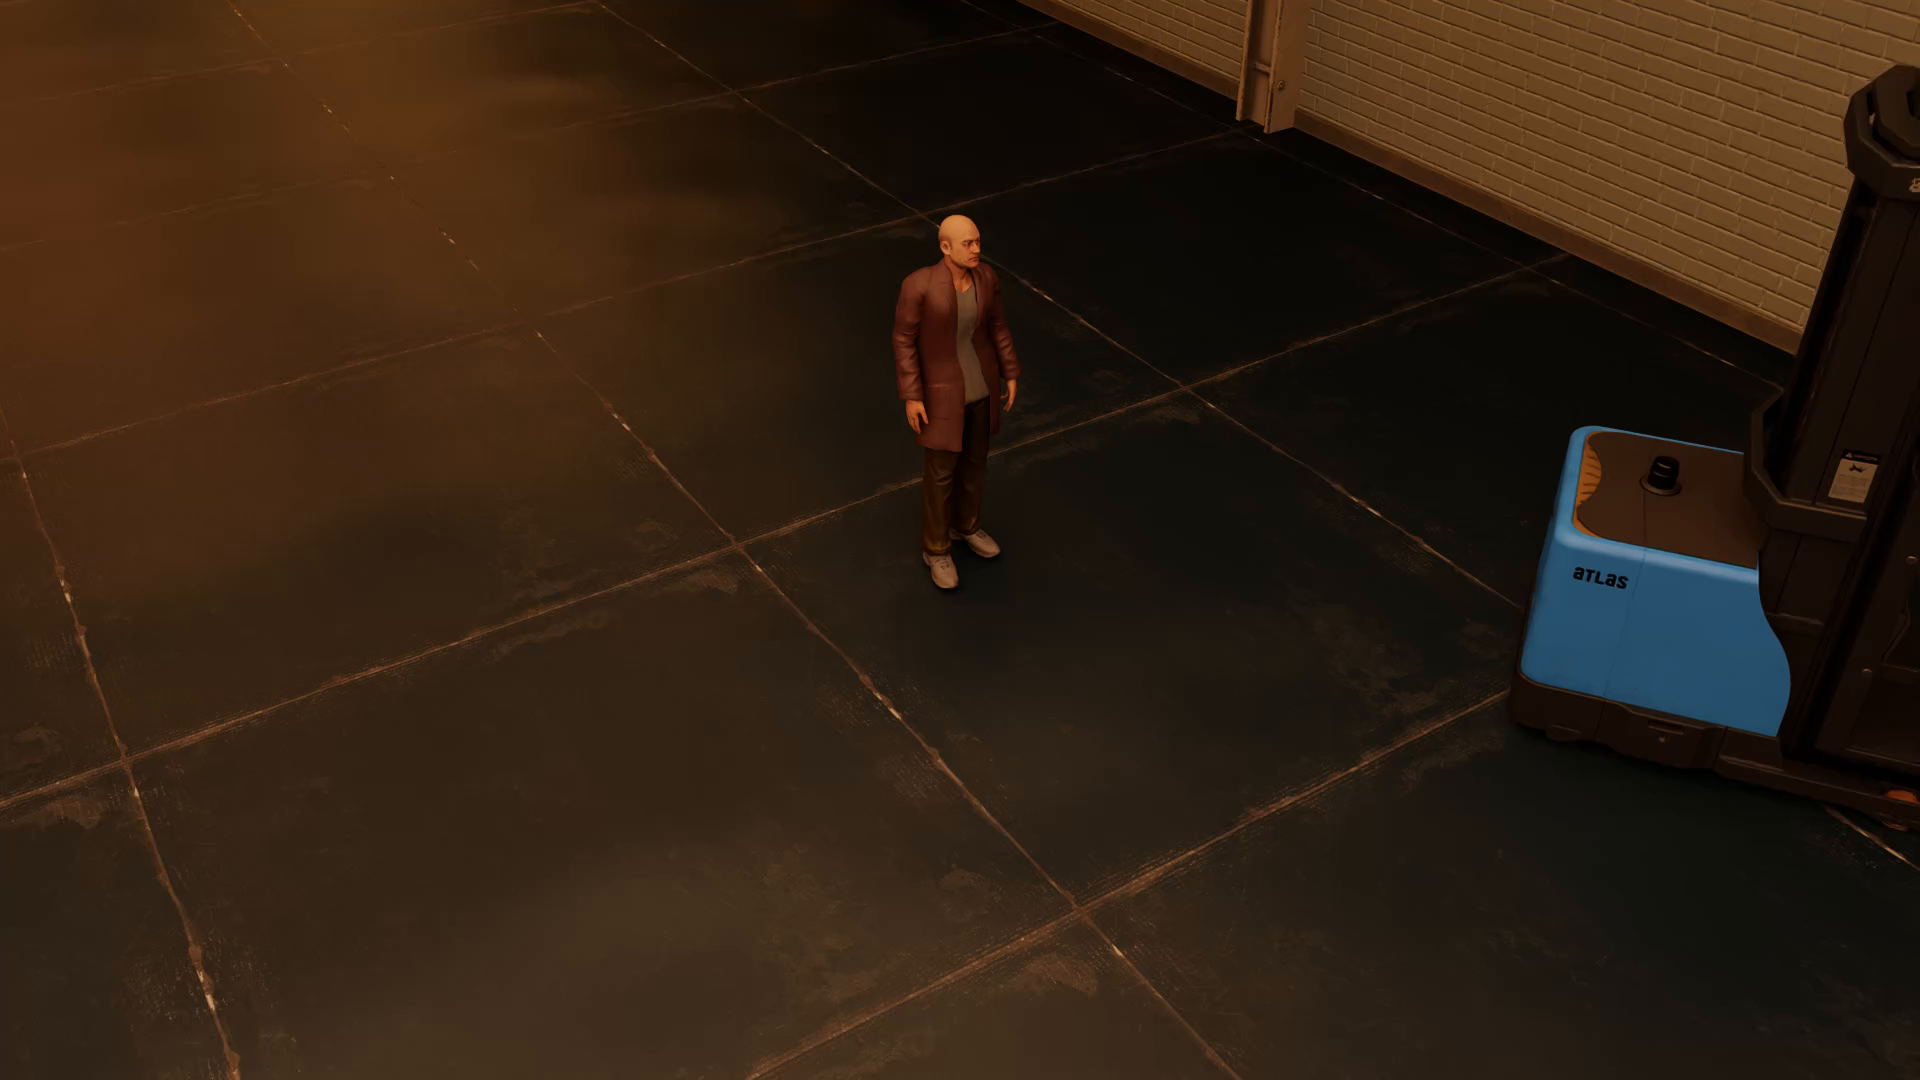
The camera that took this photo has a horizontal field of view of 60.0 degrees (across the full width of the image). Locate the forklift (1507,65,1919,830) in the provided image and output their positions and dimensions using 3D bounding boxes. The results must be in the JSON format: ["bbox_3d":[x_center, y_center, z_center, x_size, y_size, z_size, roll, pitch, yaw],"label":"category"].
[{"bbox_3d":[4.031,-0.293,6.565,3.031,2.935,1.130,13,37,17],"label":"forklift"}]

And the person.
[{"bbox_3d":[0.045,-0.688,8.117,0.694,1.776,0.582,-21,40,-27],"label":"person"}]
